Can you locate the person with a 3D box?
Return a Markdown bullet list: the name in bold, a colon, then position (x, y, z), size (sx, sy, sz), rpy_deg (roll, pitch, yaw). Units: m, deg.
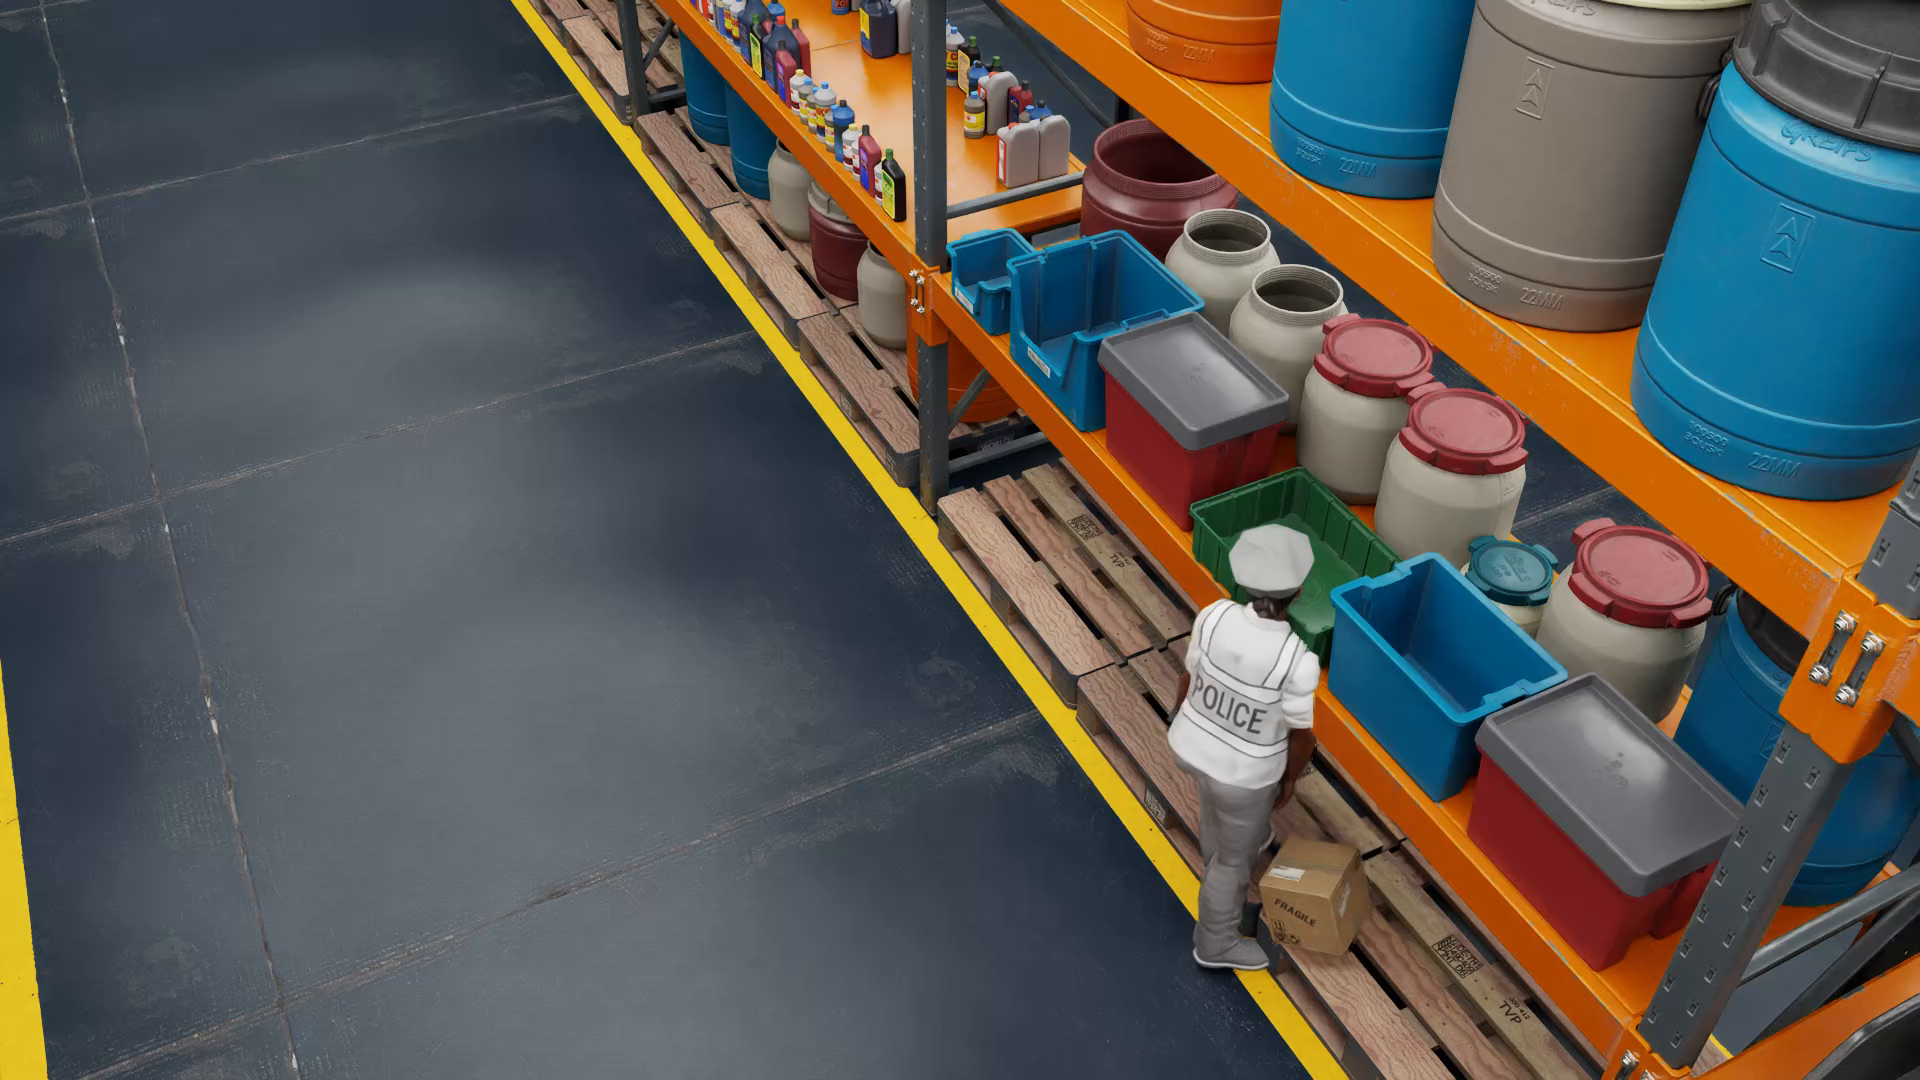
- **person**: position (0.929, 0.685, 5.366), size (0.539, 1.660, 0.532), rpy_deg (29, 49, 29)
